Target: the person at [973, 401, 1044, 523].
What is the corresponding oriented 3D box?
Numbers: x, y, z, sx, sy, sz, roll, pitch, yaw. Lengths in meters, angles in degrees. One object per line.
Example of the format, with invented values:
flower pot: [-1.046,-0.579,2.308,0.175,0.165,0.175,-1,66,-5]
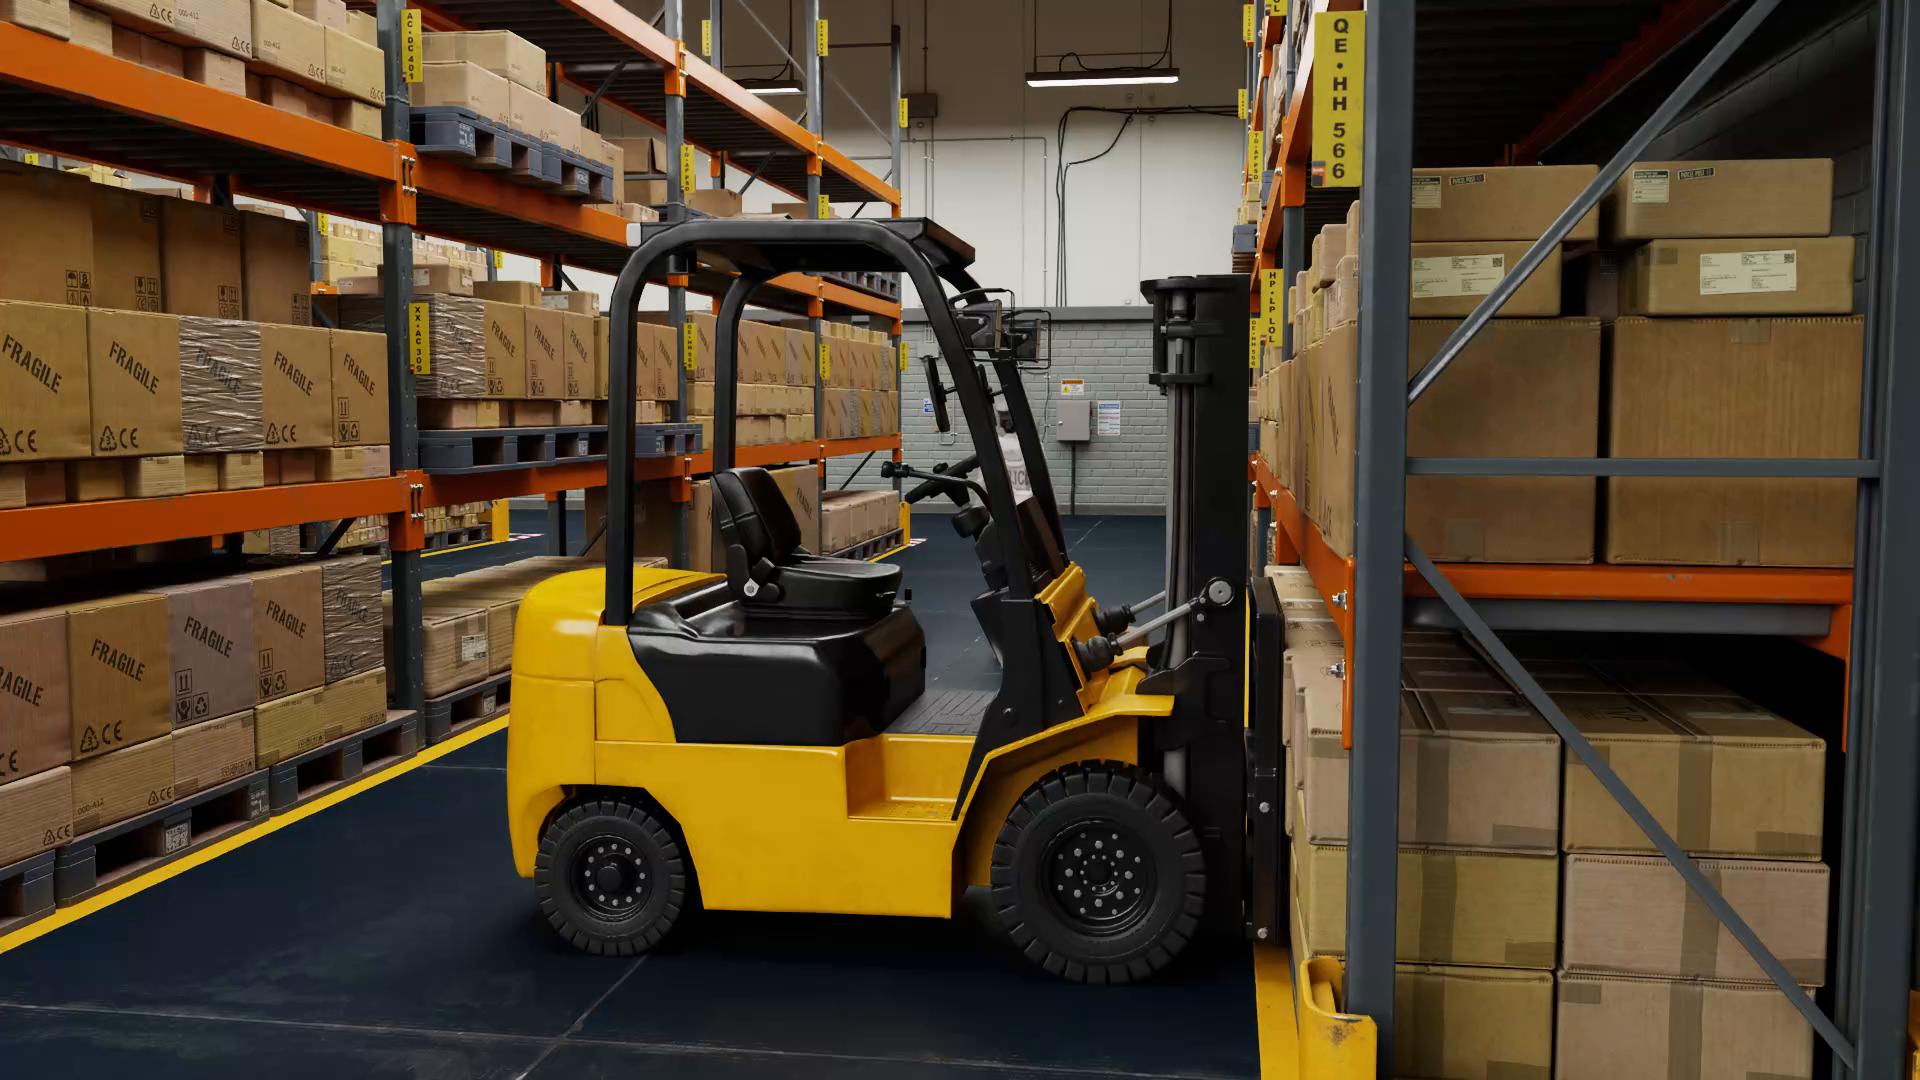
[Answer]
person: [0.347,-0.120,11.297,0.512,1.675,0.845,0,5,0]
